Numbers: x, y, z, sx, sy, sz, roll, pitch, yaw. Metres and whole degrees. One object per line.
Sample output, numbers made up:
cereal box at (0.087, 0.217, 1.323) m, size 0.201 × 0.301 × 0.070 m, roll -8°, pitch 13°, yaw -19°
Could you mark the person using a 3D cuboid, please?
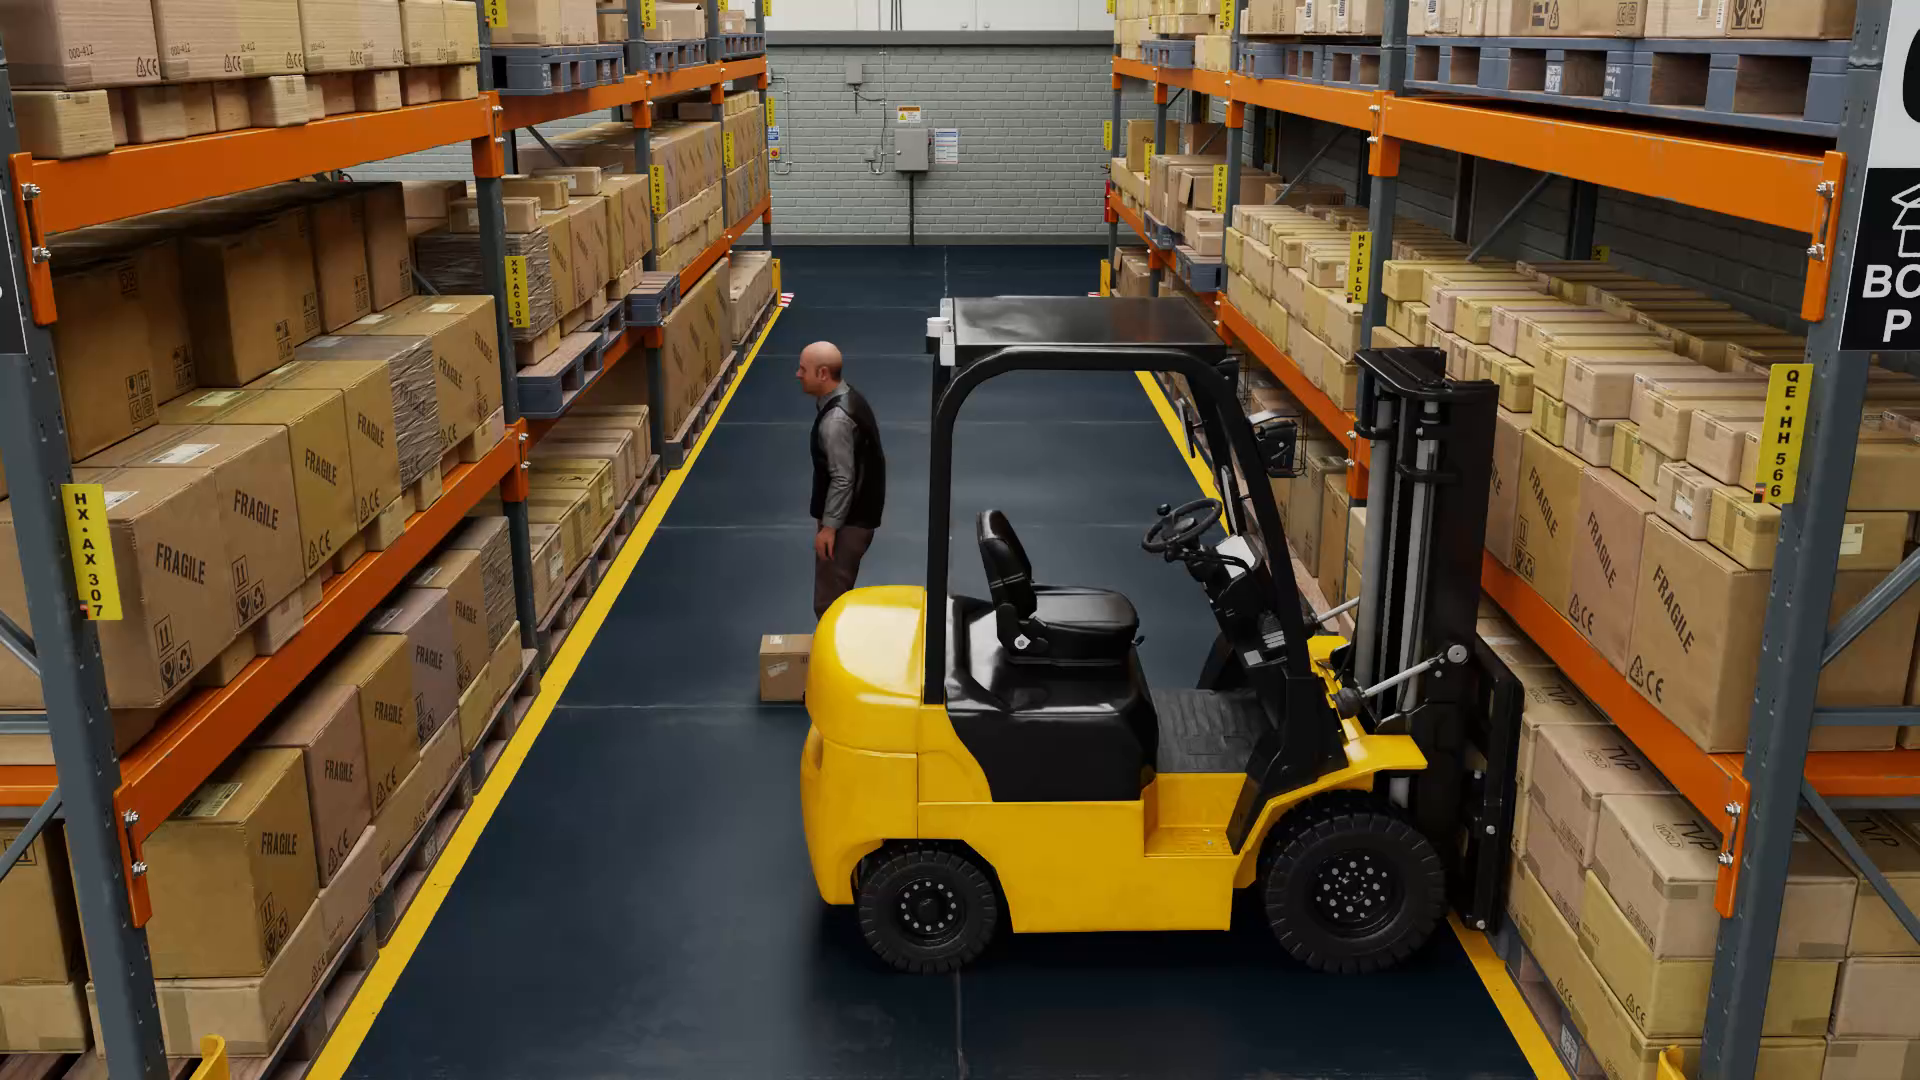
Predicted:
person at (-0.558, -0.090, 7.879) m, size 0.420 × 1.721 × 0.581 m, roll 0°, pitch 17°, yaw 0°
